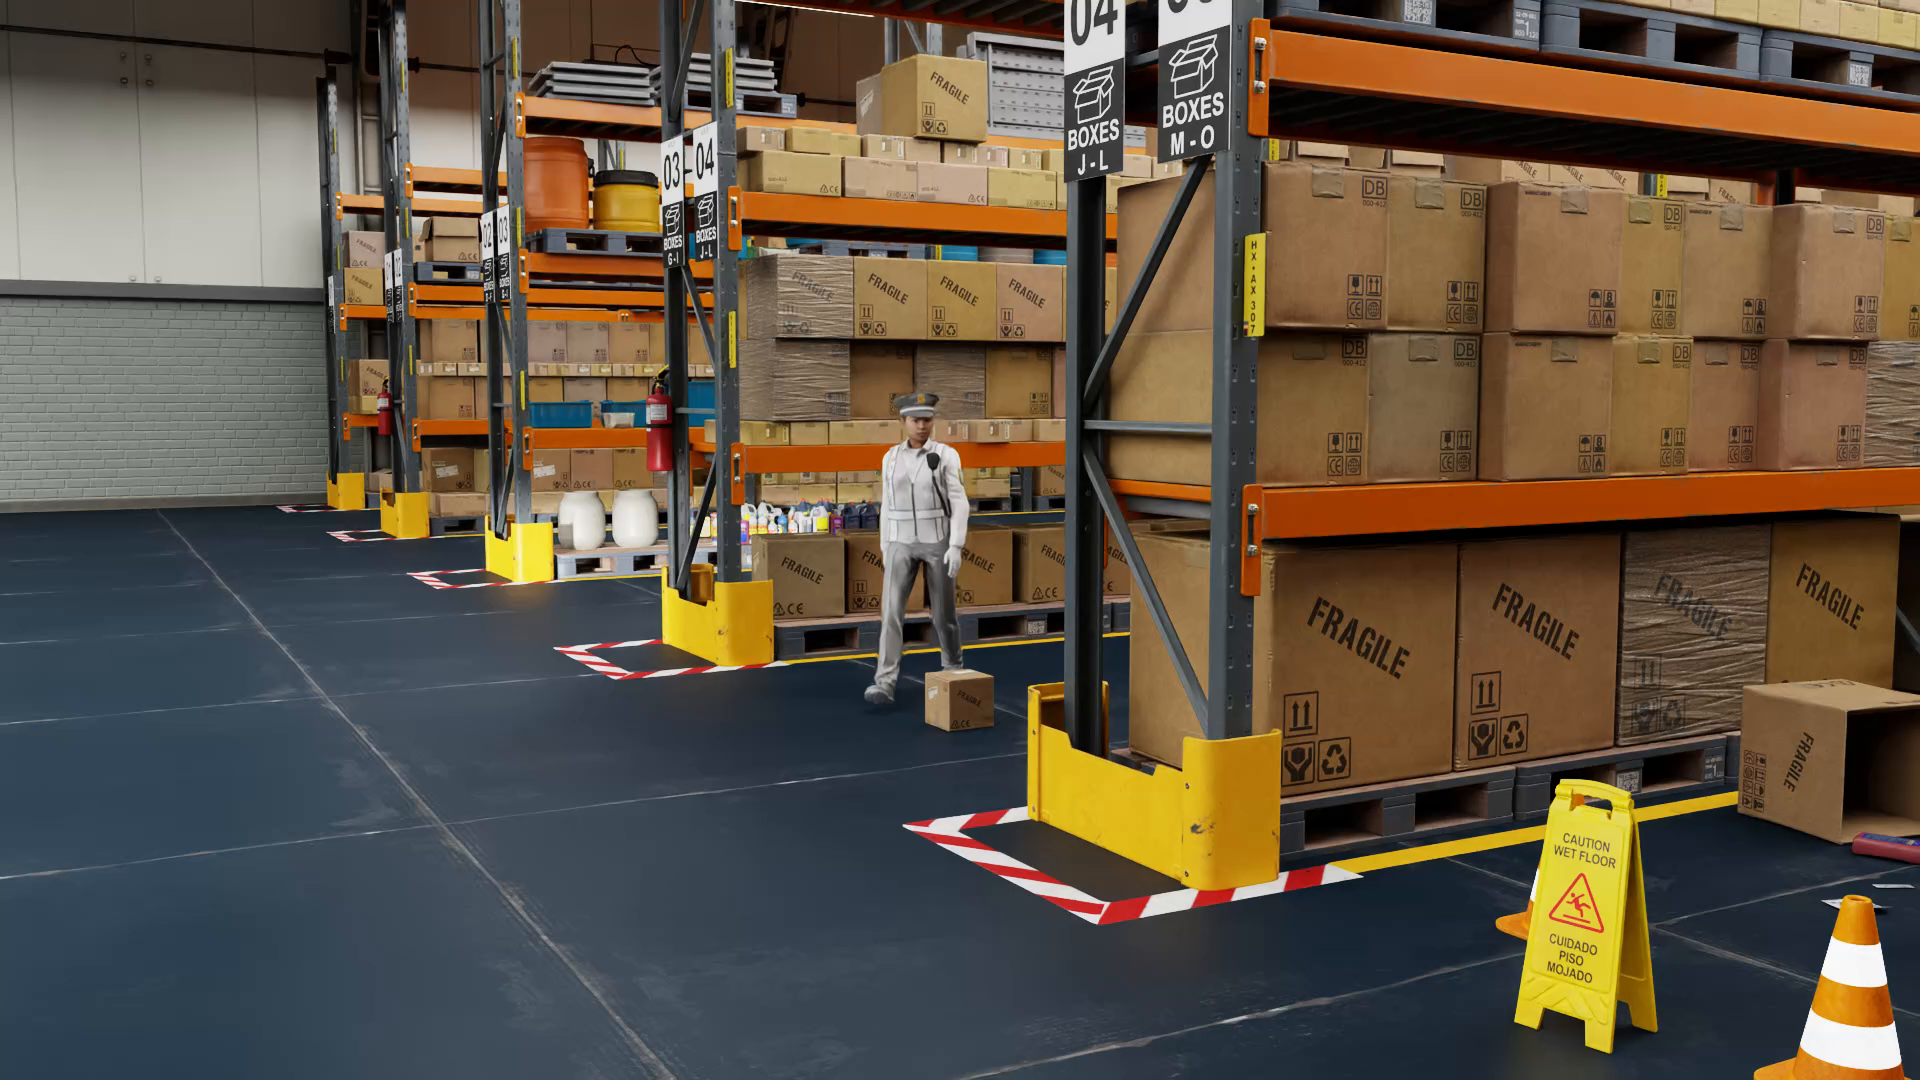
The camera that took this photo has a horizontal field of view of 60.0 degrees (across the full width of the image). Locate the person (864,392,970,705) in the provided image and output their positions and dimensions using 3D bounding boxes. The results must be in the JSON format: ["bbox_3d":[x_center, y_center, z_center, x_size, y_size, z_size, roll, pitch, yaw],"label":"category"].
[{"bbox_3d":[-0.210,0.029,8.722,0.510,1.609,1.028,1,5,9],"label":"person"}]
